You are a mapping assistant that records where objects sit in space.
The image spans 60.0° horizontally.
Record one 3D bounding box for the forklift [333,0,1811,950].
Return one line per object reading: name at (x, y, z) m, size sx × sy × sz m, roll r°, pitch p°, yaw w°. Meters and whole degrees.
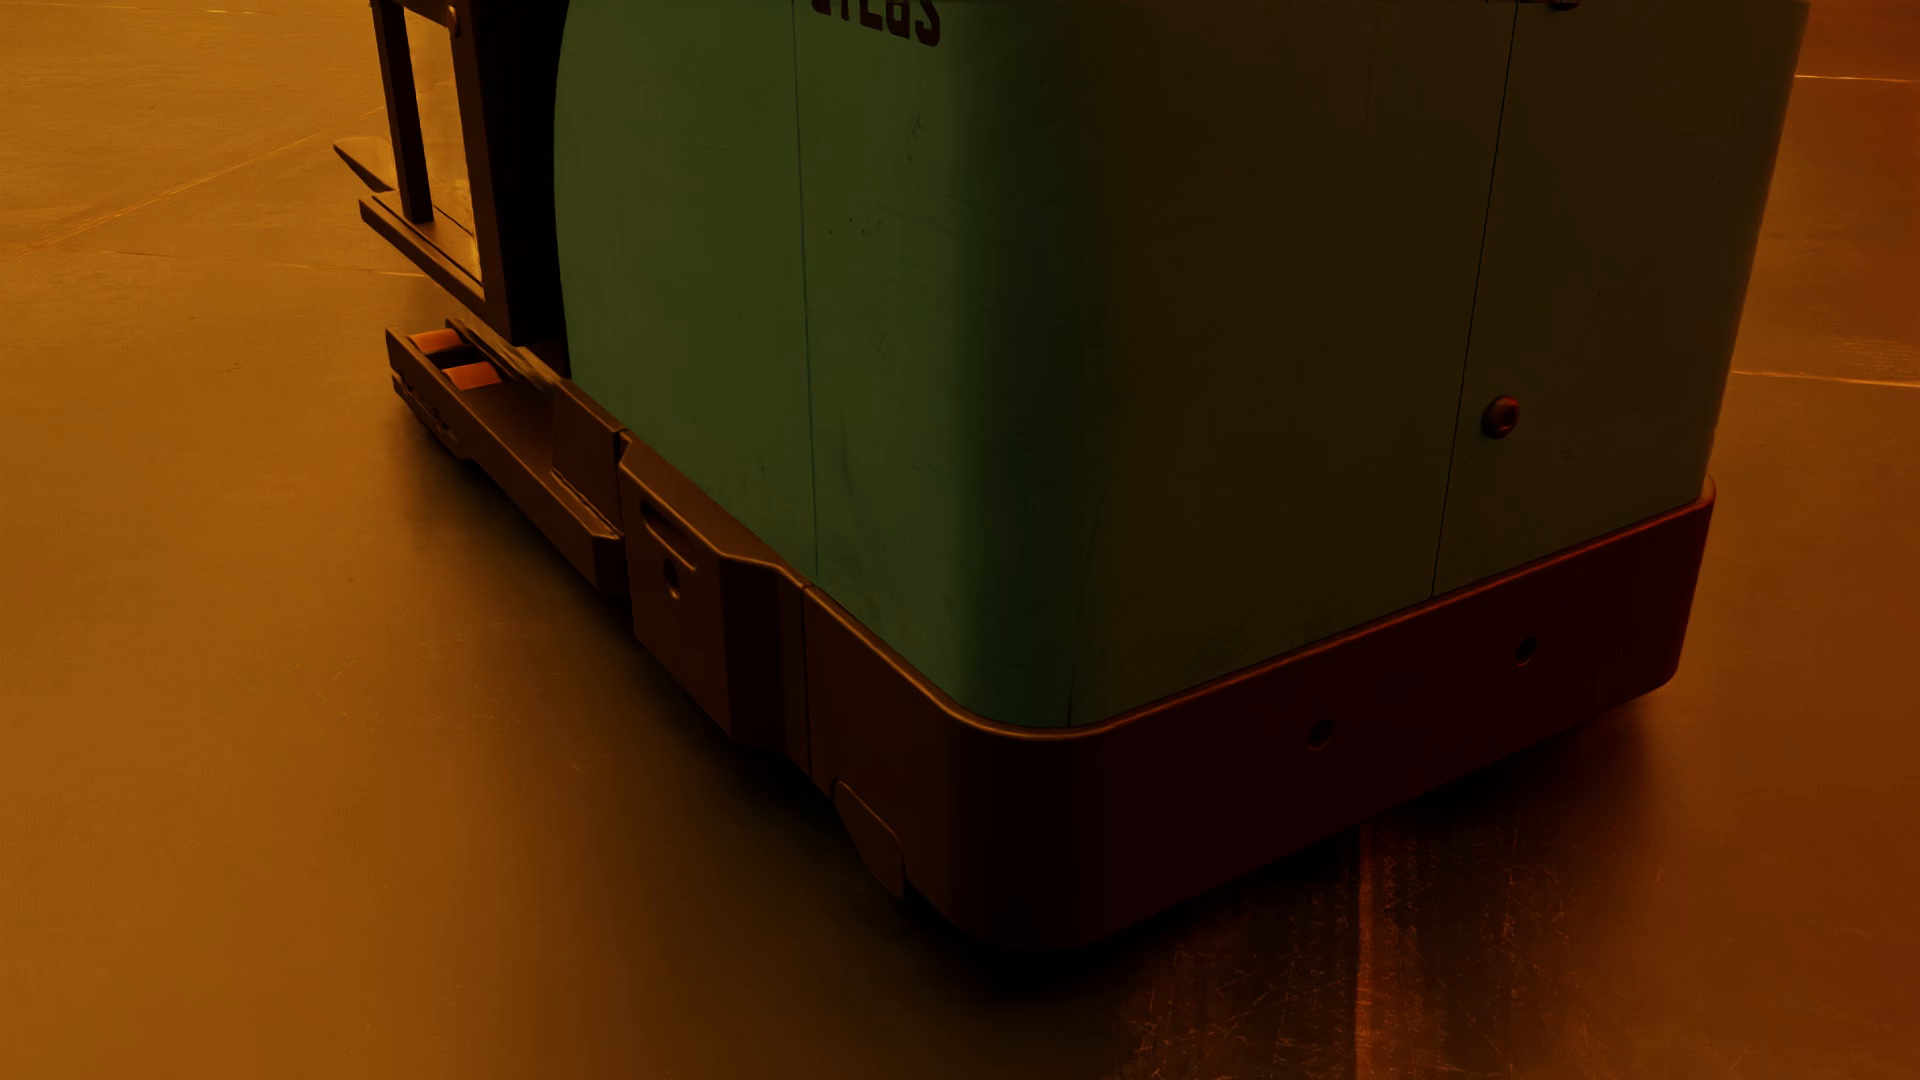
forklift at (-0.336, -1.539, 2.296) m, size 1.130 × 2.935 × 3.031 m, roll -16°, pitch 31°, yaw -29°
